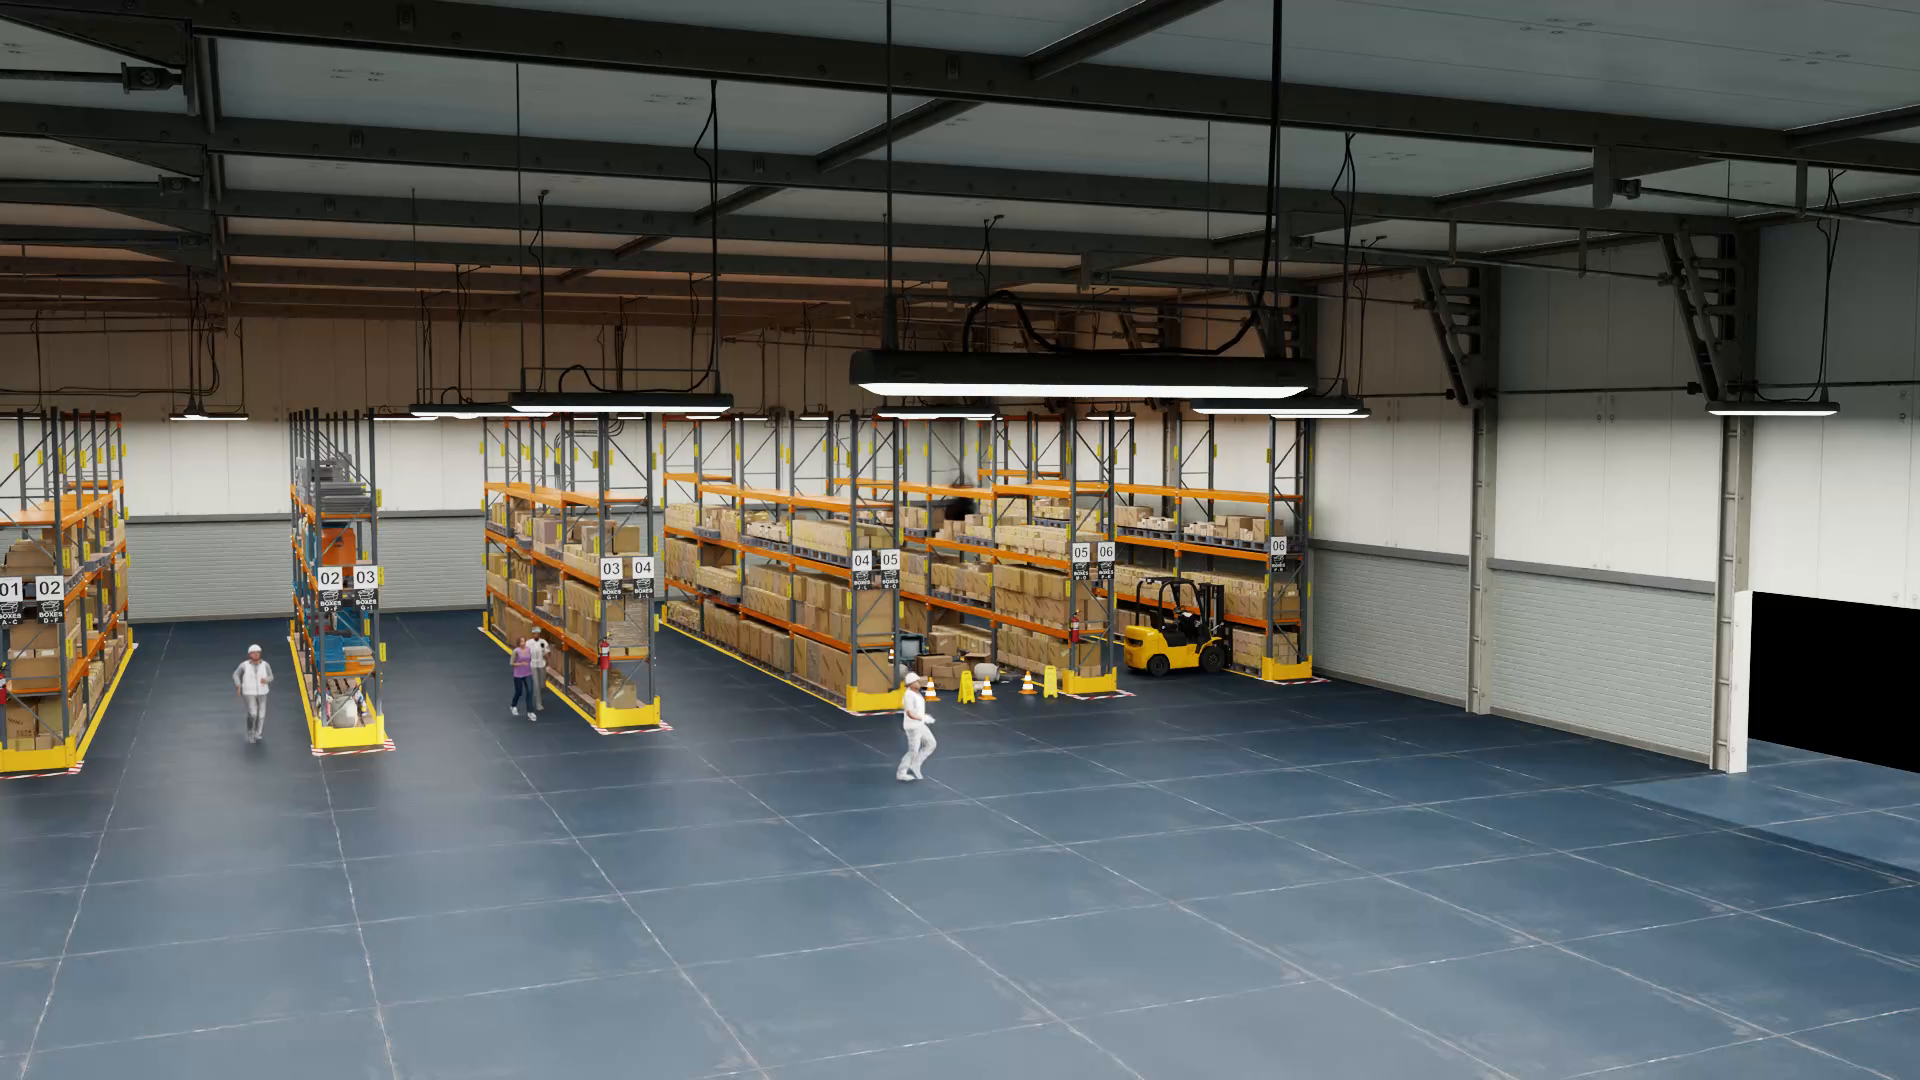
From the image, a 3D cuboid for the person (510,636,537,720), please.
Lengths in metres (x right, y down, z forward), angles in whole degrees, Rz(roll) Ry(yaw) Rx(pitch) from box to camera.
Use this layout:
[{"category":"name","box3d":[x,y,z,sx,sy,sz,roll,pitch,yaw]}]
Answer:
[{"category":"person","box3d":[-8.458,2.659,32.136,0.531,1.583,0.820,-3,5,-41]}]

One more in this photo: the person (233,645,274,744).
[{"category":"person","box3d":[-12.601,2.759,29.714,0.608,1.770,0.693,-3,5,-37]}]

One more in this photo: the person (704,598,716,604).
[{"category":"person","box3d":[-7.604,1.382,49.702,0.614,1.761,0.658,-1,4,-15]}]

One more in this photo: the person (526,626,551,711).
[{"category":"person","box3d":[-8.488,2.547,33.341,0.578,1.664,0.773,-2,4,-24]}]

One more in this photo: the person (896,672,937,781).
[{"category":"person","box3d":[-0.692,2.984,26.587,0.654,1.752,0.695,1,4,11]}]
